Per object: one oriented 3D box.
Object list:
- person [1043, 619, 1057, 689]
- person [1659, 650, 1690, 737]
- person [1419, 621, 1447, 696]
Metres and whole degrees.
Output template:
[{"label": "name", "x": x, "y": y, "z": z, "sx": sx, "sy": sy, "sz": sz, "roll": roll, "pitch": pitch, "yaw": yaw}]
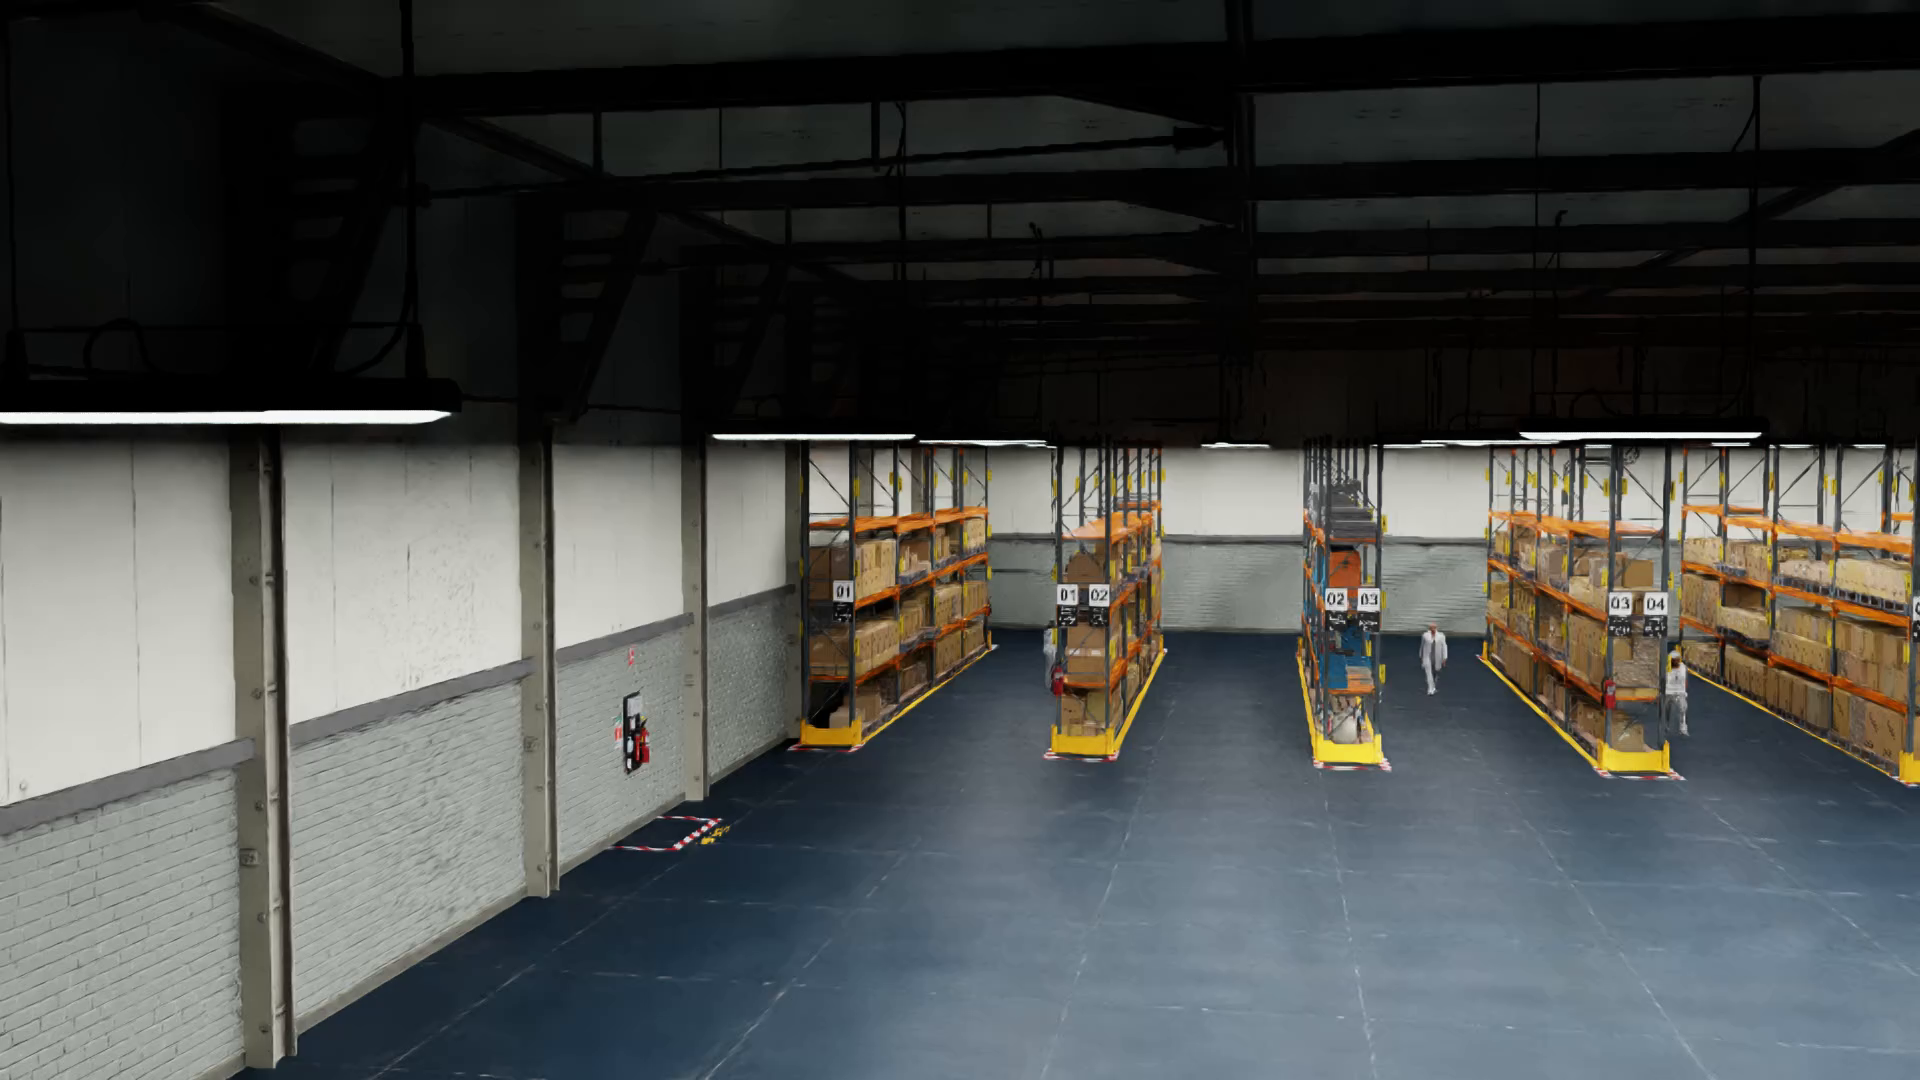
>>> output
[{"label": "person", "x": 2.196, "y": 2.721, "z": 39.765, "sx": 0.409, "sy": 1.677, "sz": 0.532, "roll": -1, "pitch": 3, "yaw": -22}, {"label": "person", "x": 14.324, "y": 3.051, "z": 33.372, "sx": 0.566, "sy": 1.704, "sz": 1.111, "roll": 1, "pitch": 3, "yaw": 13}, {"label": "person", "x": 11.074, "y": 2.761, "z": 38.899, "sx": 0.601, "sy": 1.709, "sz": 1.110, "roll": 1, "pitch": 3, "yaw": 9}]
